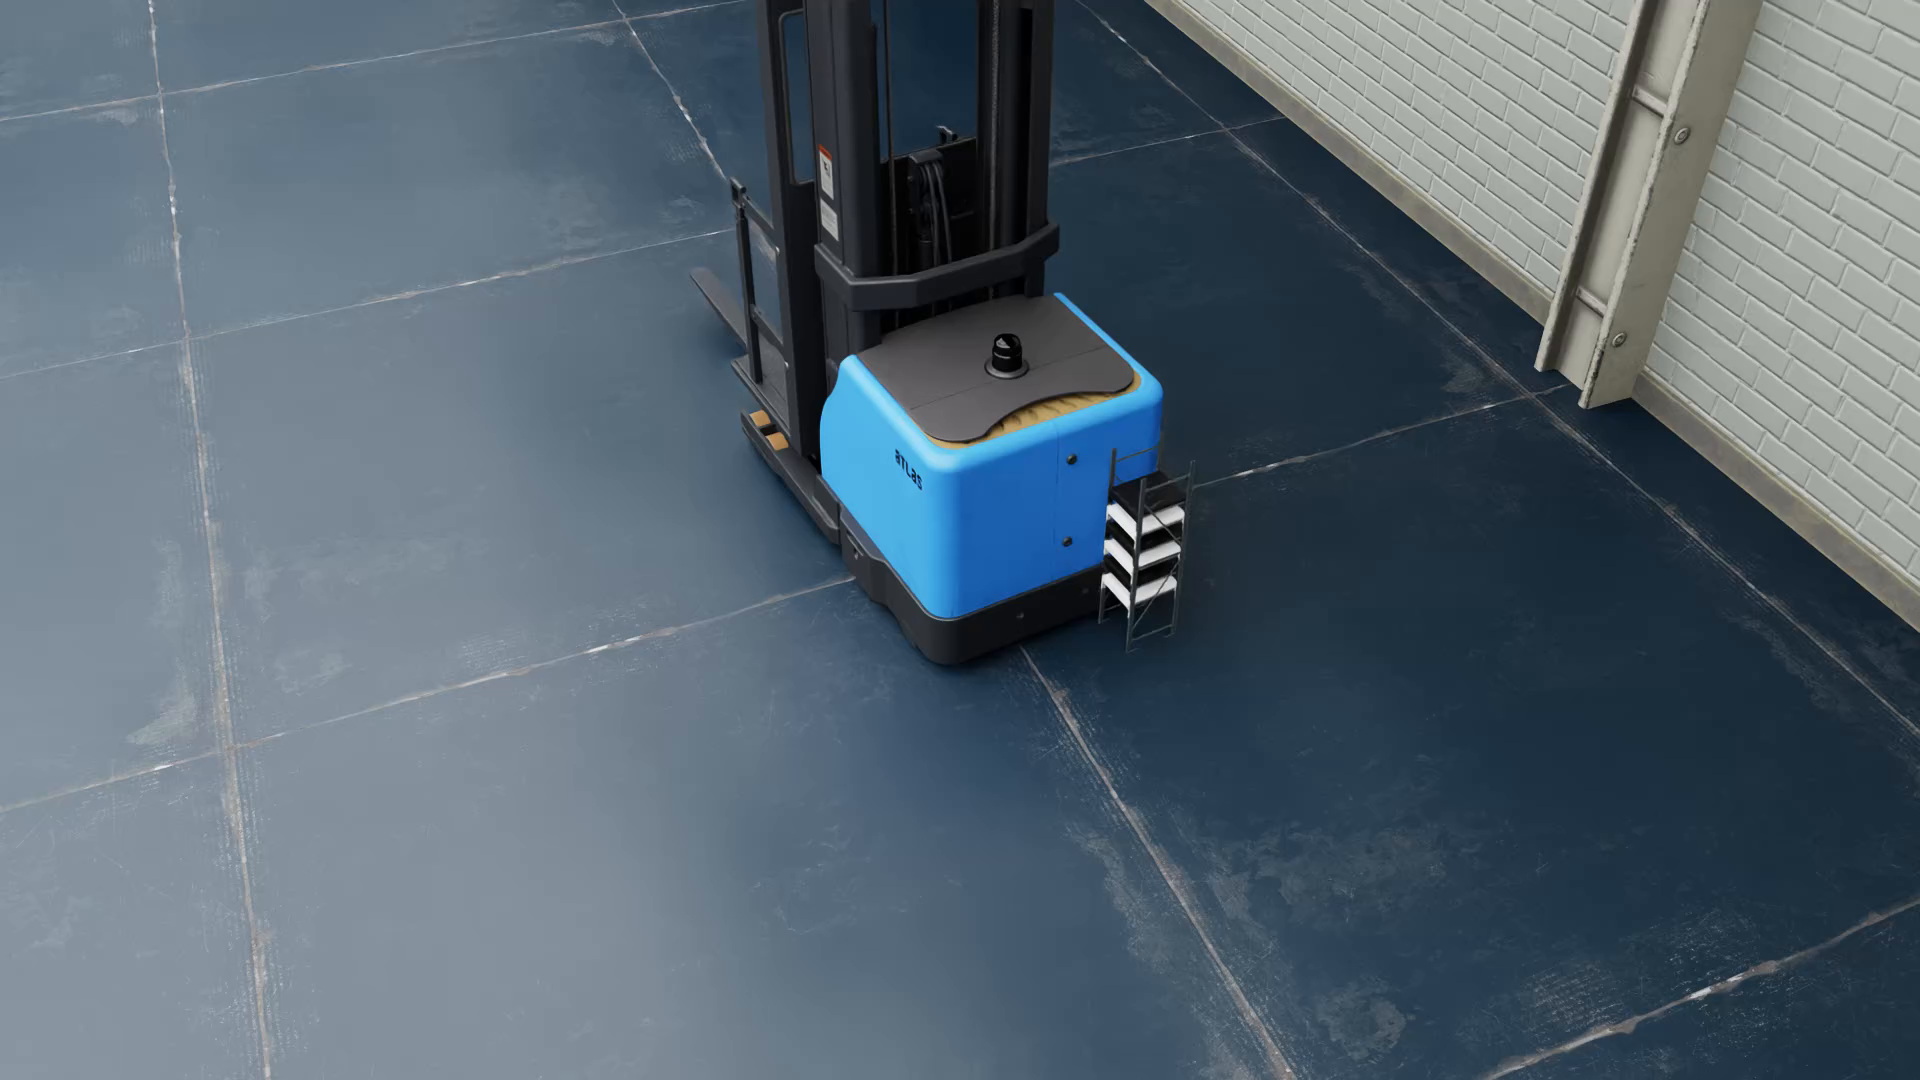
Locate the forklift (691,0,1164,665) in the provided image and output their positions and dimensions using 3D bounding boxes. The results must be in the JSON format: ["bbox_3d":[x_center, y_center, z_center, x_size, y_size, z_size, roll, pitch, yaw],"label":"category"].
[{"bbox_3d":[-0.359,-1.568,6.826,1.130,2.935,3.031,-20,44,-21],"label":"forklift"}]

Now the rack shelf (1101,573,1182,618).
[{"bbox_3d":[0.726,0.184,6.673,0.258,0.077,0.200,-20,44,-21],"label":"rack shelf"}]

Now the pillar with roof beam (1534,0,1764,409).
[{"bbox_3d":[-0.914,-3.121,3.978,9.100,9.000,0.400,-15,43,-17],"label":"pillar with roof beam"}]

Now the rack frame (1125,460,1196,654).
[{"bbox_3d":[0.775,0.081,6.466,0.240,0.900,0.006,-20,44,-21],"label":"rack frame"}]

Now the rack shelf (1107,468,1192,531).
[{"bbox_3d":[0.726,-0.157,6.379,0.258,0.077,0.200,-20,44,-21],"label":"rack shelf"}]

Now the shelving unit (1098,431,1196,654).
[{"bbox_3d":[0.726,0.023,6.534,0.258,0.900,0.210,-20,44,-21],"label":"shelving unit"}]

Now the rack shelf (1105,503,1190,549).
[{"bbox_3d":[0.726,-0.089,6.438,0.258,0.077,0.200,-20,44,-21],"label":"rack shelf"}]

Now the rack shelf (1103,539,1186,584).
[{"bbox_3d":[0.726,0.048,6.555,0.258,0.077,0.200,-20,44,-21],"label":"rack shelf"}]

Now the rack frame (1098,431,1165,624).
[{"bbox_3d":[0.677,-0.035,6.601,0.240,0.900,0.006,-20,44,-21],"label":"rack frame"}]

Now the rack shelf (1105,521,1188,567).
[{"bbox_3d":[0.726,-0.020,6.497,0.258,0.077,0.200,-20,44,-21],"label":"rack shelf"}]

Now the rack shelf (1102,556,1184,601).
[{"bbox_3d":[0.726,0.116,6.614,0.258,0.077,0.200,-20,44,-21],"label":"rack shelf"}]
